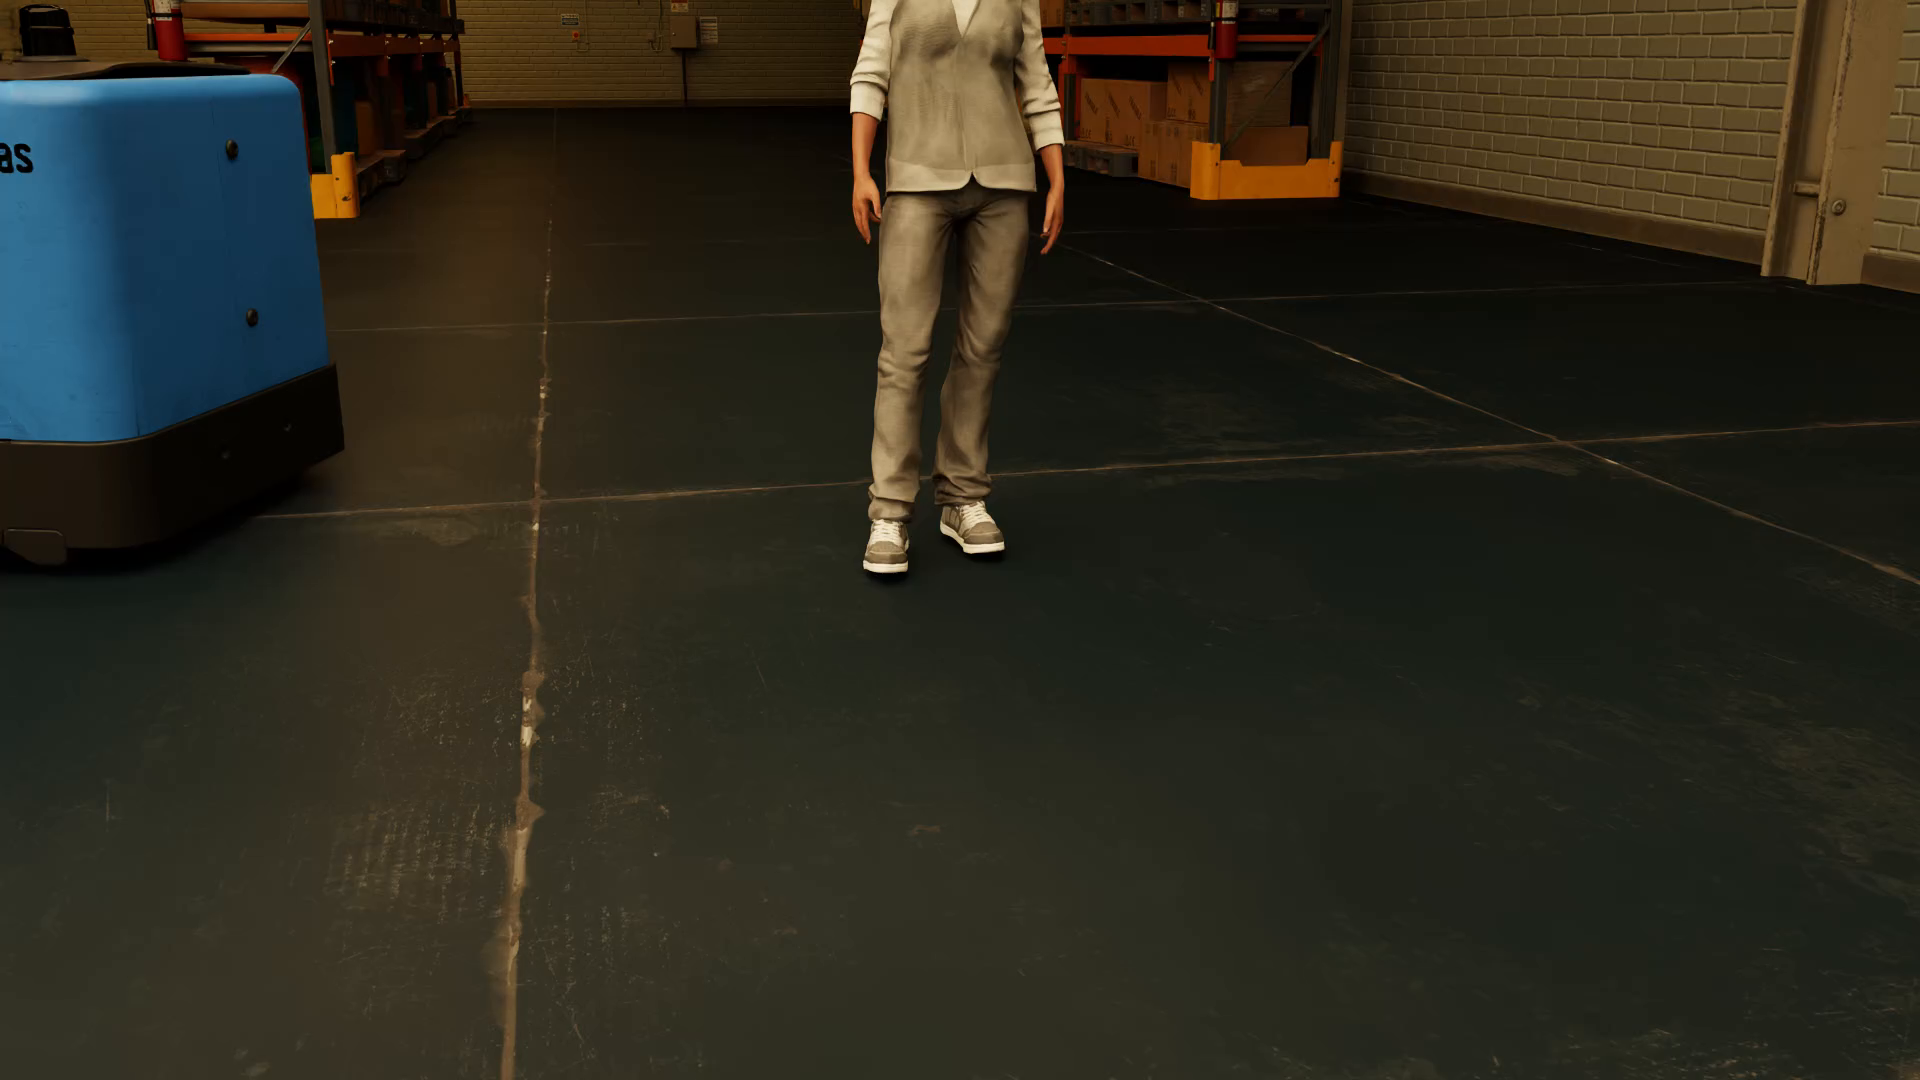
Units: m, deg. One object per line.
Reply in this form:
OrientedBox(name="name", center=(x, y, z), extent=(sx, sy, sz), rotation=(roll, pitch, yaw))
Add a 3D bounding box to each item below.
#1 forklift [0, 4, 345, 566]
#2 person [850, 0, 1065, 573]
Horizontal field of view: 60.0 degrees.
OrientedBox(name="forklift", center=(-3.256, -1.507, 3.943), extent=(3.031, 2.935, 1.130), rotation=(2, 17, 6))
OrientedBox(name="person", center=(0.002, -0.751, 3.714), extent=(0.520, 1.597, 0.475), rotation=(-4, 17, -12))
